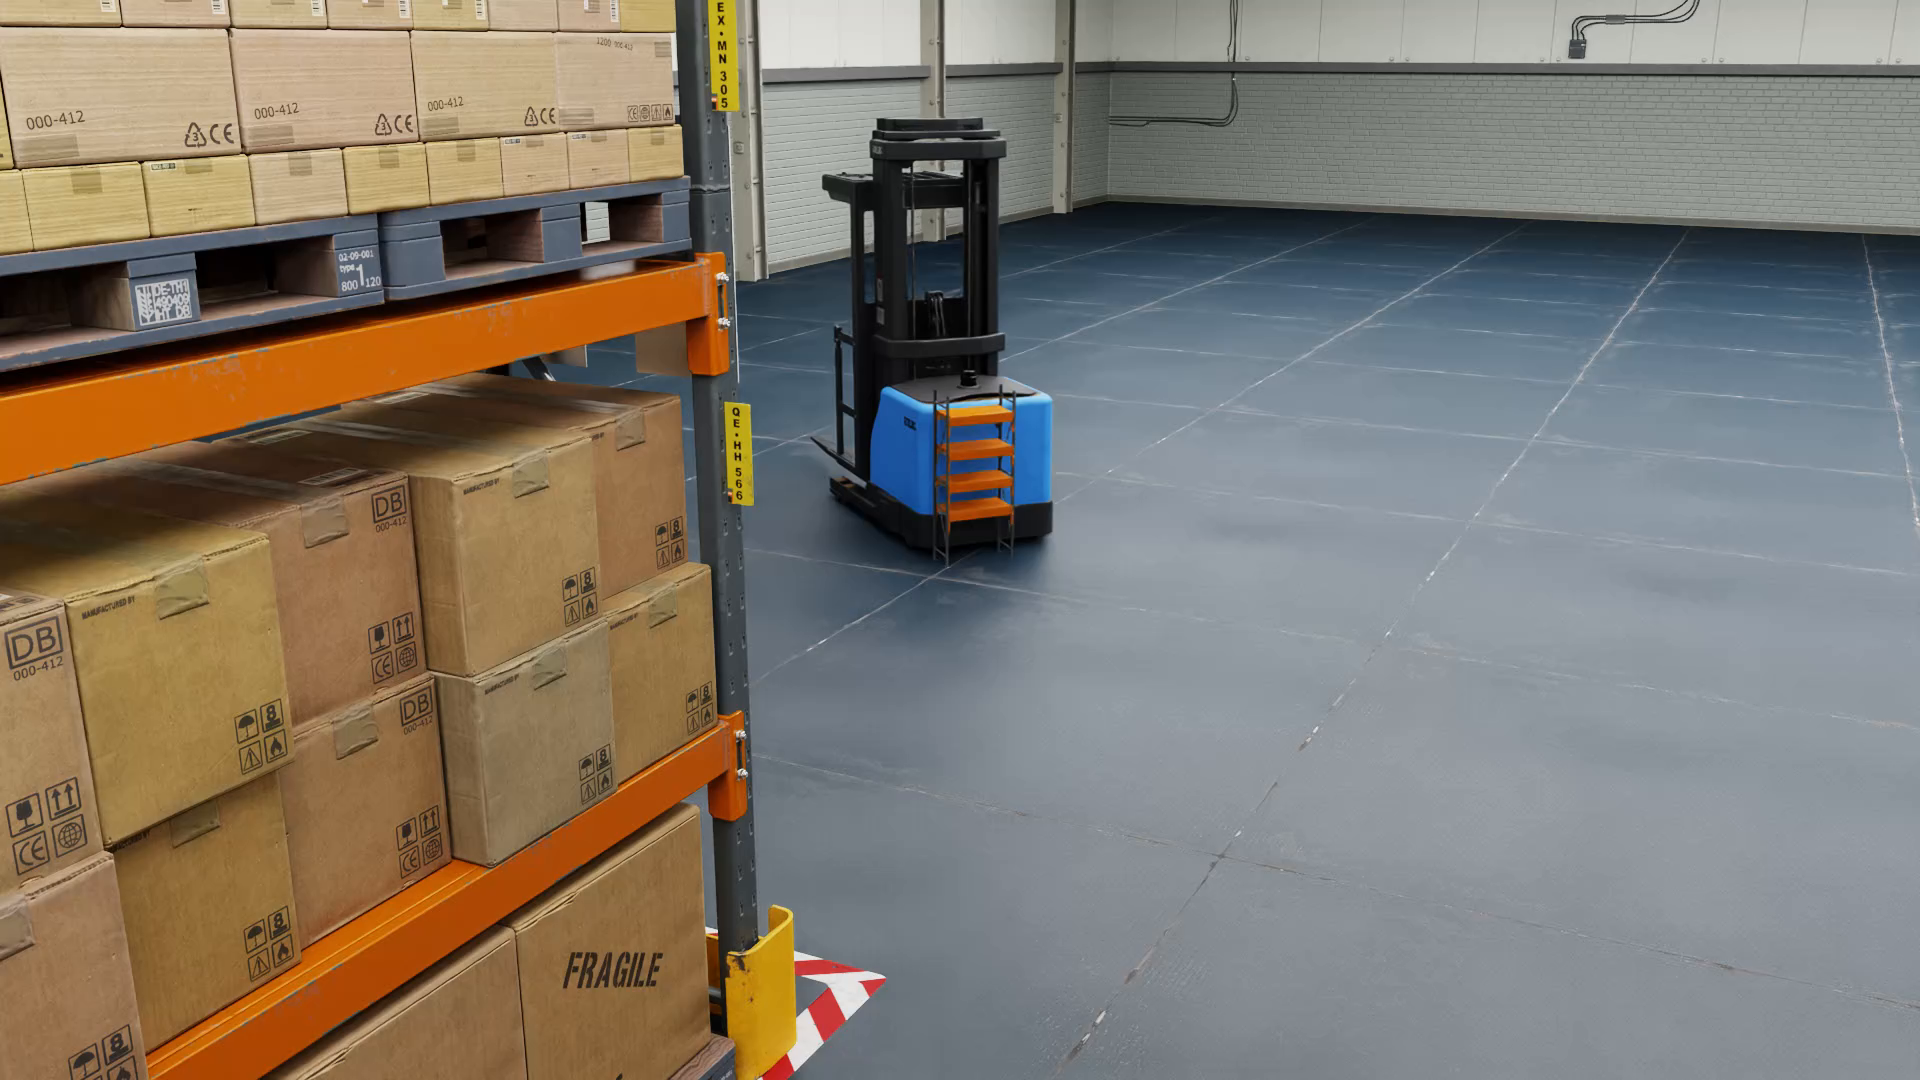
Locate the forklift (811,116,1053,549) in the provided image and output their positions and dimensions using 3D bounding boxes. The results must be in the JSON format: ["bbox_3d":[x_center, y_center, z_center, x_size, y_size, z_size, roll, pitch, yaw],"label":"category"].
[{"bbox_3d":[-0.377,-1.722,12.673,1.130,2.935,3.031,-7,18,-22],"label":"forklift"}]

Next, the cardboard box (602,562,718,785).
[{"bbox_3d":[-1.299,0.356,5.295,0.875,0.550,0.550,8,18,25],"label":"cardboard box"}]

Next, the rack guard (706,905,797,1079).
[{"bbox_3d":[-1.163,1.519,6.031,1.175,0.500,0.348,8,18,25],"label":"rack guard"}]

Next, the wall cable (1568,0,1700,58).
[{"bbox_3d":[13.183,-12.363,31.869,2.305,6.003,0.169,8,18,25],"label":"wall cable"}]

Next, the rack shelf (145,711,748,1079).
[{"bbox_3d":[-2.068,1.182,4.042,1.077,0.370,4.000,8,18,25],"label":"rack shelf"}]

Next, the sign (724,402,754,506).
[{"bbox_3d":[-0.695,-0.269,5.211,0.100,0.325,0.005,8,18,25],"label":"sign"}]

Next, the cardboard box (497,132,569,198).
[{"bbox_3d":[-1.247,-0.982,4.322,0.380,0.149,0.250,8,18,26],"label":"cardboard box"}]

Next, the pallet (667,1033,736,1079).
[{"bbox_3d":[-1.461,1.878,5.332,1.003,0.211,1.213,8,18,25],"label":"pallet"}]

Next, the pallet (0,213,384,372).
[{"bbox_3d":[-2.040,-0.566,3.549,1.003,0.211,1.213,8,18,25],"label":"pallet"}]

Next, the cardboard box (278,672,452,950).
[{"bbox_3d":[-1.888,0.625,4.388,0.875,0.550,0.550,8,18,25],"label":"cardboard box"}]

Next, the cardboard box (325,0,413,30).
[{"bbox_3d":[-1.475,-1.234,3.772,0.380,0.149,0.250,8,18,26],"label":"cardboard box"}]

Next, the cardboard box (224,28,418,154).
[{"bbox_3d":[-1.592,-1.015,3.734,0.500,0.250,0.500,8,18,25],"label":"cardboard box"}]

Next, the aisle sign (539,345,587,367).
[{"bbox_3d":[-1.411,-0.975,5.474,0.394,0.787,0.004,8,18,25],"label":"aisle sign"}]

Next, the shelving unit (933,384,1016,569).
[{"bbox_3d":[0.096,-0.435,11.374,0.503,1.200,0.258,-7,19,-22],"label":"shelving unit"}]

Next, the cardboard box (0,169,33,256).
[{"bbox_3d":[-1.927,-0.595,3.018,0.380,0.149,0.250,8,18,25],"label":"cardboard box"}]

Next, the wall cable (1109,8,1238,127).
[{"bbox_3d":[4.697,-10.456,36.875,3.097,2.526,0.112,8,18,25],"label":"wall cable"}]

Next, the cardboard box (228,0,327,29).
[{"bbox_3d":[-1.589,-1.169,3.551,0.380,0.149,0.250,8,18,25],"label":"cardboard box"}]

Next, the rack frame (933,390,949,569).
[{"bbox_3d":[-0.128,-0.407,11.281,0.015,1.200,0.240,-7,19,-22],"label":"rack frame"}]

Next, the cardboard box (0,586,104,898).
[{"bbox_3d":[-2.260,0.392,3.276,0.875,0.550,0.550,8,18,25],"label":"cardboard box"}]

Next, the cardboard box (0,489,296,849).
[{"bbox_3d":[-2.030,0.256,3.734,0.875,0.550,0.500,8,18,25],"label":"cardboard box"}]

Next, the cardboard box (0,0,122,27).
[{"bbox_3d":[-1.815,-1.040,3.116,0.380,0.149,0.250,8,18,25],"label":"cardboard box"}]

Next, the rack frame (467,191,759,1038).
[{"bbox_3d":[-1.174,0.327,5.654,1.000,3.000,0.127,8,18,25],"label":"rack frame"}]

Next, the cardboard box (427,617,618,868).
[{"bbox_3d":[-1.526,0.498,4.814,0.875,0.550,0.550,8,18,25],"label":"cardboard box"}]

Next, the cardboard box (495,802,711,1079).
[{"bbox_3d":[-1.418,1.326,5.287,0.875,0.875,0.875,8,18,26],"label":"cardboard box"}]

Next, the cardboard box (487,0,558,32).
[{"bbox_3d":[-1.248,-1.364,4.208,0.380,0.149,0.250,8,19,26],"label":"cardboard box"}]

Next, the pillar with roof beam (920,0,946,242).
[{"bbox_3d":[3.368,-9.286,27.484,9.100,9.000,0.400,8,18,25],"label":"pillar with roof beam"}]

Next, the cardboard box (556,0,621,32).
[{"bbox_3d":[-1.134,-1.429,4.428,0.380,0.149,0.250,8,18,26],"label":"cardboard box"}]

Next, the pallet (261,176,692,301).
[{"bbox_3d":[-1.496,-0.878,4.599,1.003,0.211,1.213,8,18,25],"label":"pallet"}]

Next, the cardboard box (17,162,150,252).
[{"bbox_3d":[-1.815,-0.658,3.230,0.380,0.149,0.250,8,18,26],"label":"cardboard box"}]

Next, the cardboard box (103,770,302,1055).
[{"bbox_3d":[-2.088,0.765,3.916,0.875,0.550,0.500,8,18,25],"label":"cardboard box"}]

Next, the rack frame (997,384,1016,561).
[{"bbox_3d":[0.320,-0.462,11.466,0.015,1.200,0.240,-7,19,-22],"label":"rack frame"}]

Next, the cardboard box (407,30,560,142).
[{"bbox_3d":[-1.367,-1.143,4.164,0.500,0.250,0.500,8,18,25],"label":"cardboard box"}]

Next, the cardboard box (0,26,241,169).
[{"bbox_3d":[-1.818,-0.887,3.302,0.500,0.250,0.500,8,18,26],"label":"cardboard box"}]

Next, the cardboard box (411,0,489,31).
[{"bbox_3d":[-1.363,-1.298,3.985,0.380,0.149,0.250,8,19,26],"label":"cardboard box"}]

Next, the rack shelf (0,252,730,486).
[{"bbox_3d":[-2.068,-0.256,3.615,1.077,0.370,4.000,8,18,25],"label":"rack shelf"}]

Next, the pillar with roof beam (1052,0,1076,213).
[{"bbox_3d":[6.049,-10.814,32.629,9.100,9.000,0.400,8,18,25],"label":"pillar with roof beam"}]

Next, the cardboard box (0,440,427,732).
[{"bbox_3d":[-1.910,0.104,4.244,0.875,0.550,0.550,8,18,25],"label":"cardboard box"}]

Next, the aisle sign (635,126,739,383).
[{"bbox_3d":[-0.874,-0.899,5.217,0.394,0.787,0.004,8,18,25],"label":"aisle sign"}]

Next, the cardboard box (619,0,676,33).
[{"bbox_3d":[-1.021,-1.493,4.641,0.380,0.149,0.250,8,18,26],"label":"cardboard box"}]

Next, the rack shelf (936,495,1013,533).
[{"bbox_3d":[0.094,-0.181,11.453,0.480,0.148,0.258,-7,19,-22],"label":"rack shelf"}]

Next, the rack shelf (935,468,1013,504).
[{"bbox_3d":[0.095,-0.371,11.394,0.480,0.148,0.258,-7,19,-22],"label":"rack shelf"}]

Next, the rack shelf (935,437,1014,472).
[{"bbox_3d":[0.097,-0.584,11.327,0.480,0.148,0.258,-7,19,-22],"label":"rack shelf"}]

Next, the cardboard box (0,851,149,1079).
[{"bbox_3d":[-2.235,0.913,3.418,0.875,0.550,0.550,8,18,25],"label":"cardboard box"}]

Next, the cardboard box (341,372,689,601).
[{"bbox_3d":[-1.375,-0.173,5.178,0.875,0.550,0.550,8,18,25],"label":"cardboard box"}]

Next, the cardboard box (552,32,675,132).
[{"bbox_3d":[-1.143,-1.270,4.593,0.500,0.250,0.500,8,18,26],"label":"cardboard box"}]

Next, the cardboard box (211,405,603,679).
[{"bbox_3d":[-1.538,-0.021,4.666,0.875,0.550,0.550,8,18,25],"label":"cardboard box"}]

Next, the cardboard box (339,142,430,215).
[{"bbox_3d":[-1.474,-0.852,3.886,0.380,0.149,0.250,8,18,25],"label":"cardboard box"}]

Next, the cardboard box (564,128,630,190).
[{"bbox_3d":[-1.133,-1.048,4.543,0.380,0.149,0.250,8,18,26],"label":"cardboard box"}]

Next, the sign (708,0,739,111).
[{"bbox_3d":[-0.695,-1.425,4.868,0.100,0.325,0.005,8,18,25],"label":"sign"}]

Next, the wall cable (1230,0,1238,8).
[{"bbox_3d":[7.118,-12.532,34.998,3.097,2.526,0.112,8,18,25],"label":"wall cable"}]

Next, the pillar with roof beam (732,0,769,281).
[{"bbox_3d":[0.687,-7.758,22.338,9.100,9.000,0.400,8,18,25],"label":"pillar with roof beam"}]

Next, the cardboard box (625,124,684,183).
[{"bbox_3d":[-1.019,-1.112,4.759,0.380,0.149,0.250,8,18,25],"label":"cardboard box"}]

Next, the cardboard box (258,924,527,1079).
[{"bbox_3d":[-1.809,1.550,4.532,0.875,0.875,0.875,8,18,25],"label":"cardboard box"}]

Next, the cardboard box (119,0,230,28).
[{"bbox_3d":[-1.703,-1.104,3.333,0.380,0.149,0.250,8,18,26],"label":"cardboard box"}]

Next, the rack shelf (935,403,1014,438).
[{"bbox_3d":[0.098,-0.810,11.257,0.480,0.148,0.258,-7,19,-22],"label":"rack shelf"}]

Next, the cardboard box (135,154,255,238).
[{"bbox_3d":[-1.701,-0.723,3.451,0.380,0.149,0.250,8,18,26],"label":"cardboard box"}]

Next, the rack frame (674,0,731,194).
[{"bbox_3d":[-1.174,-2.549,4.800,1.000,3.000,0.127,8,18,25],"label":"rack frame"}]

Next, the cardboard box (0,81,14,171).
[{"bbox_3d":[-2.043,-0.758,2.868,0.500,0.250,0.500,8,18,25],"label":"cardboard box"}]

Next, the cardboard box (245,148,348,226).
[{"bbox_3d":[-1.588,-0.788,3.669,0.380,0.149,0.250,8,18,26],"label":"cardboard box"}]

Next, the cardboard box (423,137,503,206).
[{"bbox_3d":[-1.360,-0.918,4.106,0.380,0.149,0.250,8,18,26],"label":"cardboard box"}]
